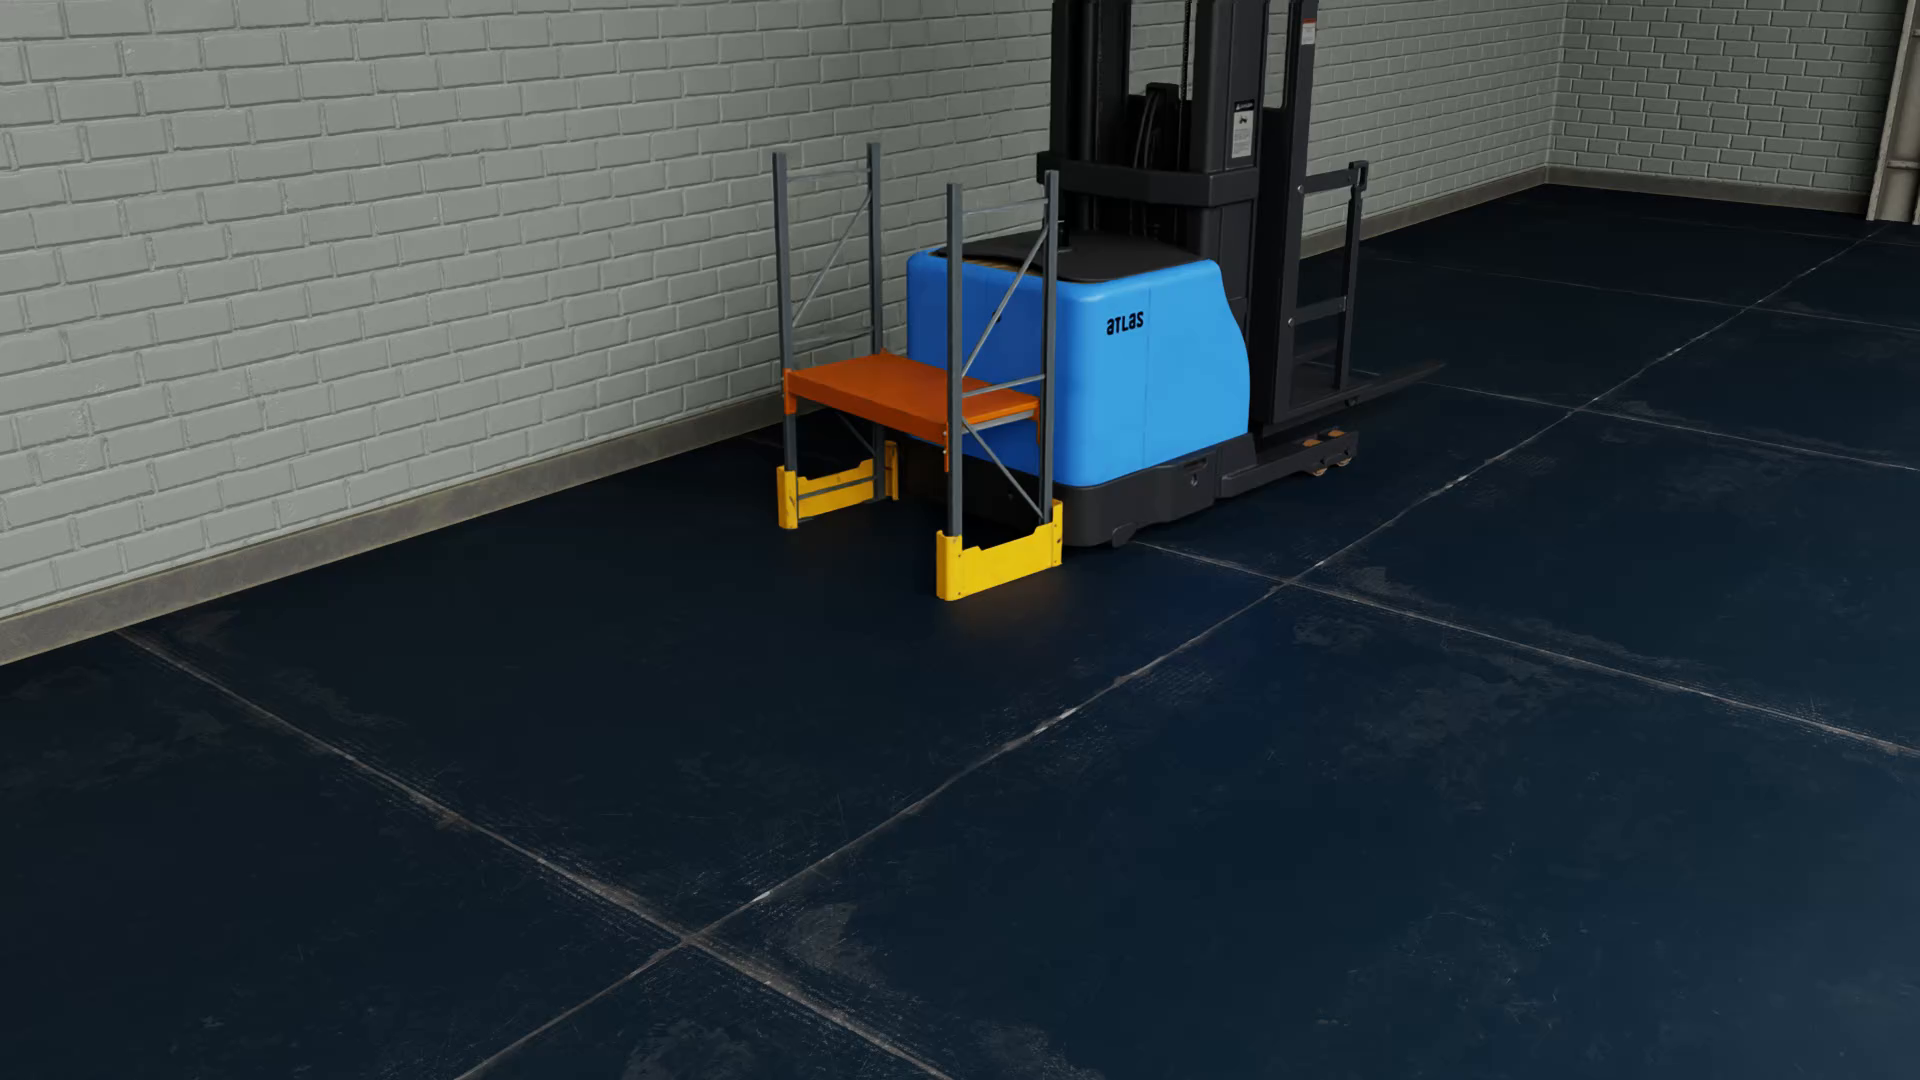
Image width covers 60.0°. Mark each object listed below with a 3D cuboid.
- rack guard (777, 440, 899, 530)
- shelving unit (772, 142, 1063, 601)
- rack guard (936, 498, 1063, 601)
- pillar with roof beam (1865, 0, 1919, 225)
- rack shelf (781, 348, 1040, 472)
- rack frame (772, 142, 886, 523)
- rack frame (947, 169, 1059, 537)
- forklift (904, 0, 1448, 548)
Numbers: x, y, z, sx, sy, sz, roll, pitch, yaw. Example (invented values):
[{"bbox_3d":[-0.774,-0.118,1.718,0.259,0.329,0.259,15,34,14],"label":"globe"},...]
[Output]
[{"bbox_3d":[-0.503,-0.233,6.932,0.587,0.250,0.087,-17,27,-38],"label":"rack guard"},{"bbox_3d":[-0.175,-0.686,6.361,0.587,1.500,1.083,-17,27,-38],"label":"shelving unit"},{"bbox_3d":[0.152,0.031,6.231,0.587,0.250,0.087,-17,27,-38],"label":"rack guard"},{"bbox_3d":[4.951,-5.658,8.918,0.400,9.000,9.100,16,26,36],"label":"pillar with roof beam"},{"bbox_3d":[-0.181,-0.520,6.431,0.538,0.185,1.000,-17,27,-38],"label":"rack shelf"},{"bbox_3d":[-0.516,-0.823,6.725,0.500,1.500,0.032,-17,27,-38],"label":"rack frame"},{"bbox_3d":[0.153,-0.553,6.010,0.500,1.500,0.032,-17,27,-38],"label":"rack frame"},{"bbox_3d":[1.166,-1.769,7.207,3.031,2.935,1.130,-19,28,-41],"label":"forklift"}]
